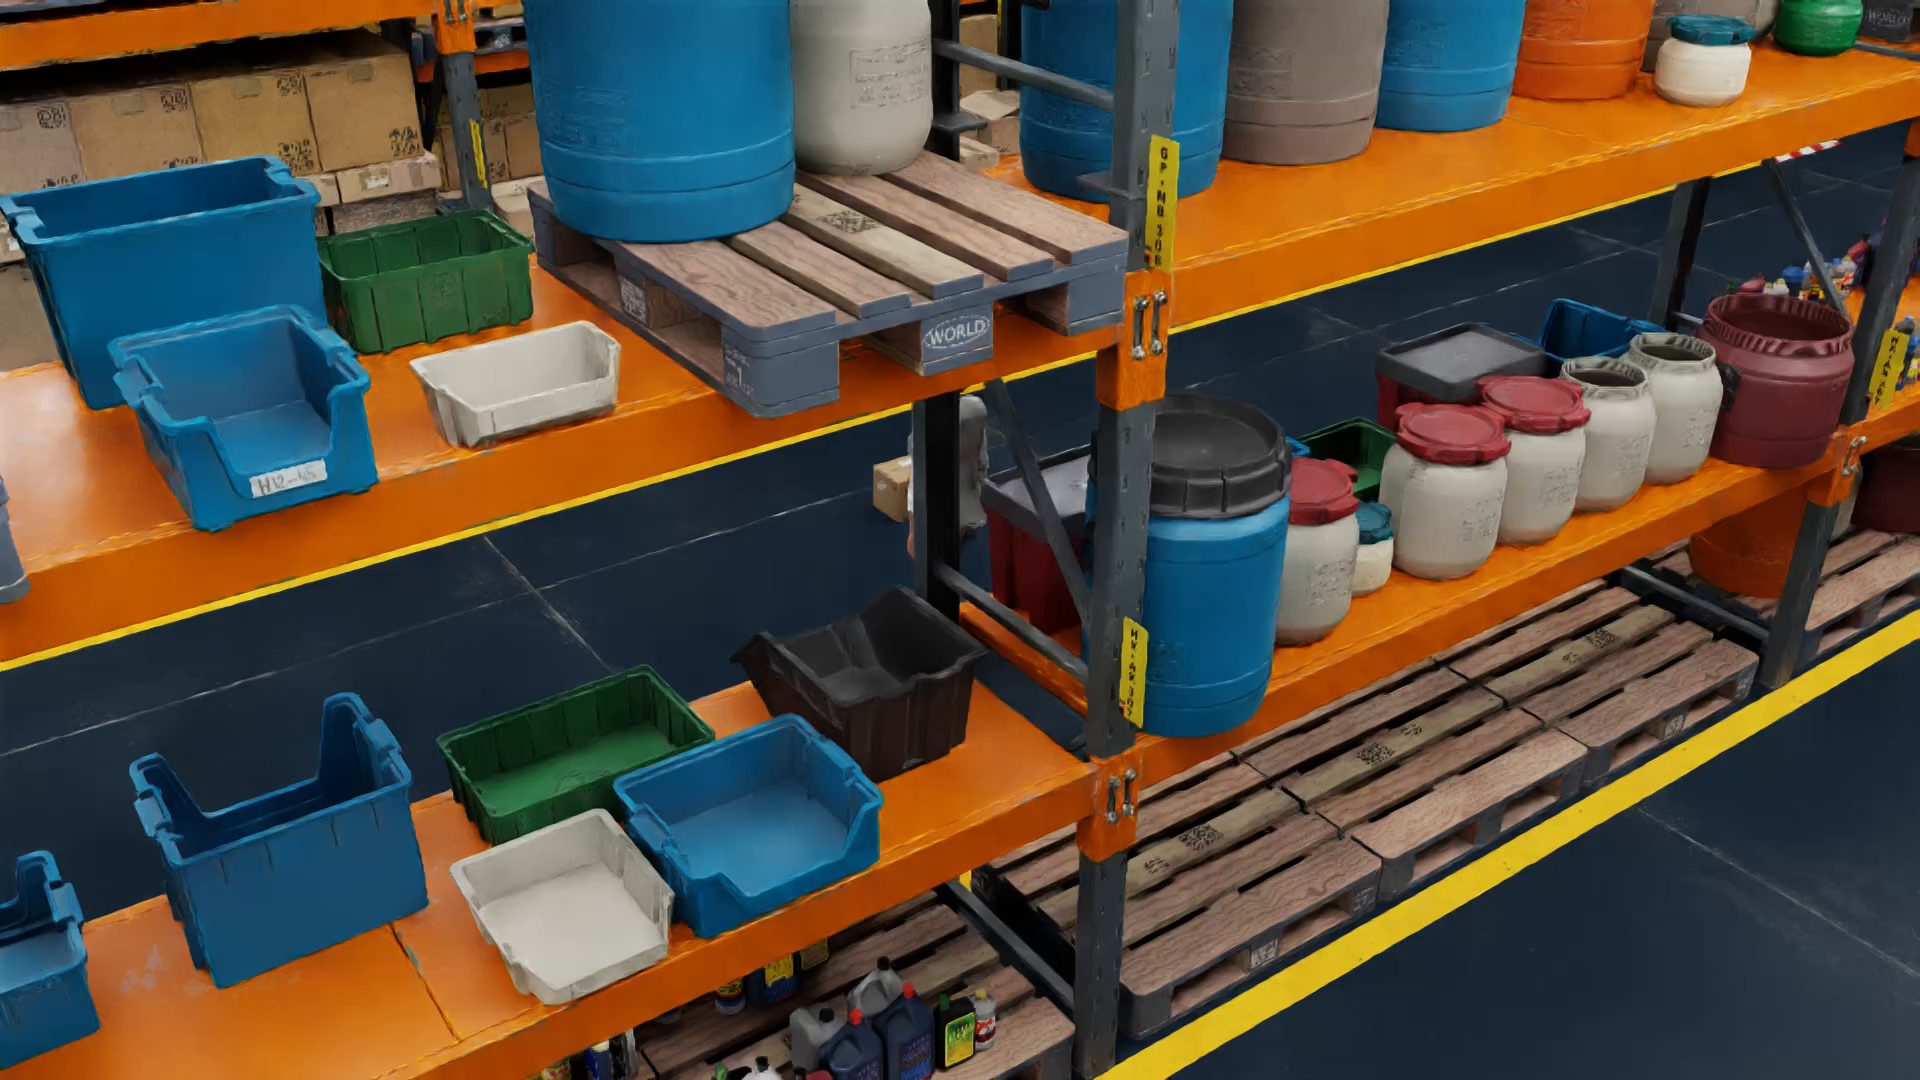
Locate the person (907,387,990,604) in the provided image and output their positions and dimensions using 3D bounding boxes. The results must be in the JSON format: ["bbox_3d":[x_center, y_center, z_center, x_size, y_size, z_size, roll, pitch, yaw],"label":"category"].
[{"bbox_3d":[-0.076,-0.076,7.260,0.386,1.574,0.502,26,38,38],"label":"person"}]
